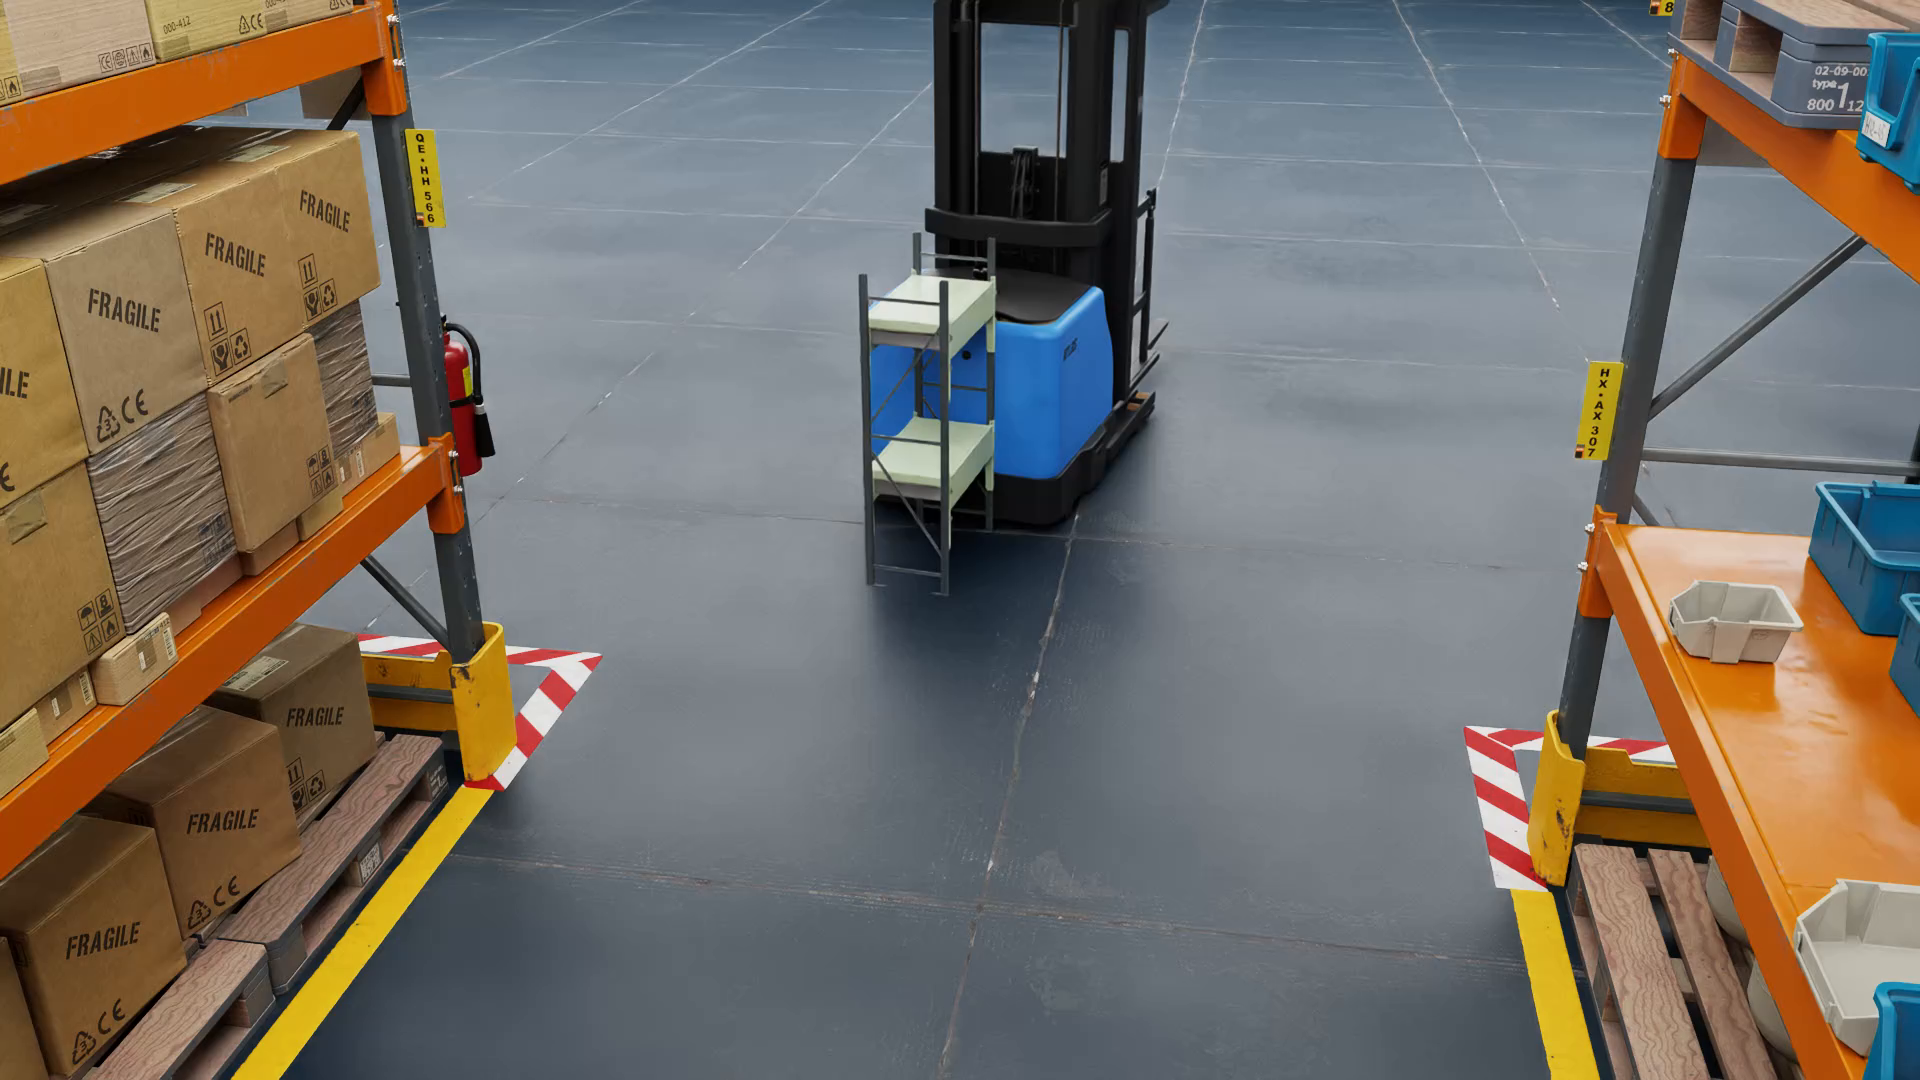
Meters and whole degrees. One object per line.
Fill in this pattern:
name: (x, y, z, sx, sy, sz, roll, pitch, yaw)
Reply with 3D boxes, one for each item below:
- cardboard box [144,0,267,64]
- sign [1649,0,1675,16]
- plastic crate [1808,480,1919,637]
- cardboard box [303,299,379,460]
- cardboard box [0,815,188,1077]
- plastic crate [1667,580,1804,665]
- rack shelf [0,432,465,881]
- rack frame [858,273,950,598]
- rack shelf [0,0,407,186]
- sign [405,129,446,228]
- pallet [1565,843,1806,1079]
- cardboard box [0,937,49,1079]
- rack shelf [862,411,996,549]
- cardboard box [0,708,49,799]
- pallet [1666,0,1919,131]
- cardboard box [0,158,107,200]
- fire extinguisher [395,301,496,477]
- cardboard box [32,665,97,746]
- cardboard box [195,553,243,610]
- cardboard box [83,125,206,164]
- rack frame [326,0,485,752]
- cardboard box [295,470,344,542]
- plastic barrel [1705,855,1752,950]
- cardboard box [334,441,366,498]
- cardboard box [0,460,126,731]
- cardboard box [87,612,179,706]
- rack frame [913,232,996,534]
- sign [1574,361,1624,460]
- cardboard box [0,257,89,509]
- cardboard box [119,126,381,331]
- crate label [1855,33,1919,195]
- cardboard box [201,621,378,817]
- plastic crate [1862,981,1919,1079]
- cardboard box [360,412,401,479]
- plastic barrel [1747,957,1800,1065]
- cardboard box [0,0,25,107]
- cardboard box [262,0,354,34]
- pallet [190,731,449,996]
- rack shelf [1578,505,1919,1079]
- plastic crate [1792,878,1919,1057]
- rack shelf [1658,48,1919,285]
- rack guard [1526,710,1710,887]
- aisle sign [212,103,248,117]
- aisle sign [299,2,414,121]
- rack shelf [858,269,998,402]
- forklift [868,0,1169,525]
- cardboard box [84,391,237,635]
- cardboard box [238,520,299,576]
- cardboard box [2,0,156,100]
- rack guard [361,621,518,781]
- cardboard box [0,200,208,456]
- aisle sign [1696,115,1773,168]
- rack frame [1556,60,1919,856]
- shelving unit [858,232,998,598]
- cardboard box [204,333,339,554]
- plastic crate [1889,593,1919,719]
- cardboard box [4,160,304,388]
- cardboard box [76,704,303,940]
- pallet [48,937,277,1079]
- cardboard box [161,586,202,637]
cardboard box: (-2.233, -1.447, 4.441, 0.500, 0.250, 0.500, 4, 25, 9)
sign: (2.018, -1.644, 4.675, 0.100, 0.325, 0.005, 4, 25, 9)
plastic crate: (2.774, 0.056, 4.767, 0.499, 0.251, 0.616, 4, 25, 9)
cardboard box: (-2.443, -0.536, 5.389, 0.875, 0.500, 0.500, 4, 25, 9)
cardboard box: (-2.630, 1.130, 4.750, 0.500, 0.500, 0.500, 6, 26, 13)
plastic crate: (2.097, 0.230, 4.531, 0.298, 0.136, 0.250, 4, 25, 9)
rack shelf: (-2.653, 0.578, 4.326, 1.077, 0.370, 4.000, 4, 25, 9)
rack frame: (-0.243, -0.443, 7.426, 0.400, 1.500, 0.023, 7, 26, 16)
rack shelf: (-2.653, -0.781, 3.690, 1.077, 0.370, 4.000, 4, 25, 9)
sign: (-1.782, -1.205, 5.548, 0.100, 0.325, 0.005, 4, 25, 9)
pallet: (2.456, 1.396, 5.018, 1.003, 0.211, 1.213, 4, 25, 9)
cardboard box: (-2.765, 1.361, 4.258, 0.500, 0.500, 0.500, 2, 25, 4)
rack shelf: (-0.135, -0.295, 7.881, 0.431, 0.370, 0.720, 7, 26, 16)
cardboard box: (-2.416, 0.505, 3.929, 0.380, 0.149, 0.250, 4, 25, 9)
pallet: (2.329, -1.175, 3.906, 1.003, 0.211, 1.213, 4, 25, 9)
cardboard box: (-2.773, -0.797, 4.767, 0.500, 0.500, 0.500, 4, 25, 9)
fire extinguisher: (-1.853, -0.565, 6.011, 0.296, 0.674, 0.183, 4, 25, 9)
cardboard box: (-2.420, 0.397, 4.159, 0.380, 0.149, 0.250, 4, 25, 9)
cardboard box: (-2.338, 0.081, 4.836, 0.380, 0.149, 0.250, 4, 25, 9)
cardboard box: (-2.685, -1.006, 5.213, 0.500, 0.500, 0.500, 4, 25, 9)
rack frame: (-2.326, -0.584, 5.960, 1.000, 3.000, 0.127, 4, 25, 9)
cardboard box: (-2.201, -0.124, 5.274, 0.380, 0.149, 0.250, 4, 25, 9)
plastic barrel: (2.528, 0.976, 5.066, 0.421, 0.512, 0.421, 0, 25, 0)
cardboard box: (-2.210, -0.233, 5.505, 0.380, 0.149, 0.250, 4, 25, 9)
cardboard box: (-2.624, 0.096, 4.039, 0.875, 0.500, 0.500, 4, 25, 9)
cardboard box: (-2.310, 0.298, 4.372, 0.380, 0.149, 0.250, 4, 25, 9)
rack frame: (-0.027, -0.739, 8.060, 0.400, 1.500, 0.023, 7, 26, 16)
sign: (2.018, -0.406, 5.254, 0.100, 0.325, 0.005, 4, 25, 9)
cardboard box: (-2.422, -0.343, 3.796, 0.500, 0.500, 0.500, 4, 25, 9)
cardboard box: (-2.172, -0.970, 5.136, 0.500, 0.500, 0.500, 4, 25, 9)
crate label: (1.928, -0.772, 2.999, 0.502, 0.251, 0.408, 4, 25, 9)
cardboard box: (-2.445, 0.618, 5.846, 0.500, 0.500, 0.500, 9, 27, 18)
plastic crate: (1.820, 1.017, 2.714, 0.499, 0.251, 0.616, 4, 25, 9)
cardboard box: (-2.169, -0.337, 5.728, 0.380, 0.149, 0.250, 4, 25, 9)
plastic barrel: (2.446, 1.186, 4.618, 0.421, 0.512, 0.421, 0, 25, 0)
cardboard box: (-2.402, -1.022, 3.534, 0.500, 0.250, 0.500, 4, 25, 8)
cardboard box: (-2.154, -1.656, 4.888, 0.500, 0.250, 0.500, 5, 25, 10)
pallet: (-2.506, 1.048, 5.763, 1.003, 0.211, 1.213, 4, 25, 9)
rack shelf: (2.233, 0.921, 3.592, 1.077, 0.370, 4.000, 4, 25, 9)
plastic crate: (1.922, 0.855, 3.197, 0.530, 0.136, 0.437, 4, 25, 9)
rack shelf: (2.233, -0.437, 2.957, 1.077, 0.370, 4.000, 4, 25, 9)
rack guard: (2.594, 0.926, 5.682, 1.175, 0.500, 0.348, 4, 25, 9)
aisle sign: (-2.612, -1.808, 5.509, 0.394, 0.787, 0.004, 4, 25, 9)
aisle sign: (-2.020, -1.767, 5.420, 0.394, 0.787, 0.004, 4, 25, 9)
rack shelf: (-0.135, -0.944, 7.578, 0.431, 0.370, 0.720, 7, 26, 16)
forklift: (0.504, -2.004, 9.074, 1.130, 2.935, 3.031, 9, 27, 18)
cardboard box: (-2.531, -0.113, 4.484, 0.875, 0.500, 0.500, 4, 25, 9)
cardboard box: (-2.257, -0.021, 5.053, 0.380, 0.149, 0.250, 4, 25, 9)
cardboard box: (-2.325, -1.233, 3.984, 0.500, 0.250, 0.500, 5, 25, 10)
rack guard: (-2.338, 0.580, 6.422, 1.175, 0.500, 0.348, 4, 25, 9)
cardboard box: (-2.332, -0.552, 4.242, 0.500, 0.500, 0.500, 4, 25, 9)
aisle sign: (2.283, -1.469, 4.784, 0.394, 0.787, 0.004, 4, 25, 9)
rack frame: (2.560, -0.241, 5.227, 1.000, 3.000, 0.127, 4, 25, 9)
shelving unit: (-0.135, -0.591, 7.743, 0.431, 1.500, 0.755, 7, 26, 16)
cardboard box: (-2.406, -0.319, 4.924, 0.875, 0.500, 0.500, 4, 25, 9)
plastic crate: (2.662, 0.327, 4.188, 0.499, 0.251, 0.408, 4, 25, 9)
cardboard box: (-2.248, -0.761, 4.688, 0.500, 0.500, 0.500, 4, 25, 9)
cardboard box: (-2.509, 0.870, 5.306, 0.500, 0.500, 0.500, 11, 27, 22)
pallet: (-2.708, 1.556, 4.676, 1.003, 0.211, 1.213, 4, 25, 9)
cardboard box: (-2.357, 0.187, 4.609, 0.380, 0.149, 0.250, 4, 25, 9)
